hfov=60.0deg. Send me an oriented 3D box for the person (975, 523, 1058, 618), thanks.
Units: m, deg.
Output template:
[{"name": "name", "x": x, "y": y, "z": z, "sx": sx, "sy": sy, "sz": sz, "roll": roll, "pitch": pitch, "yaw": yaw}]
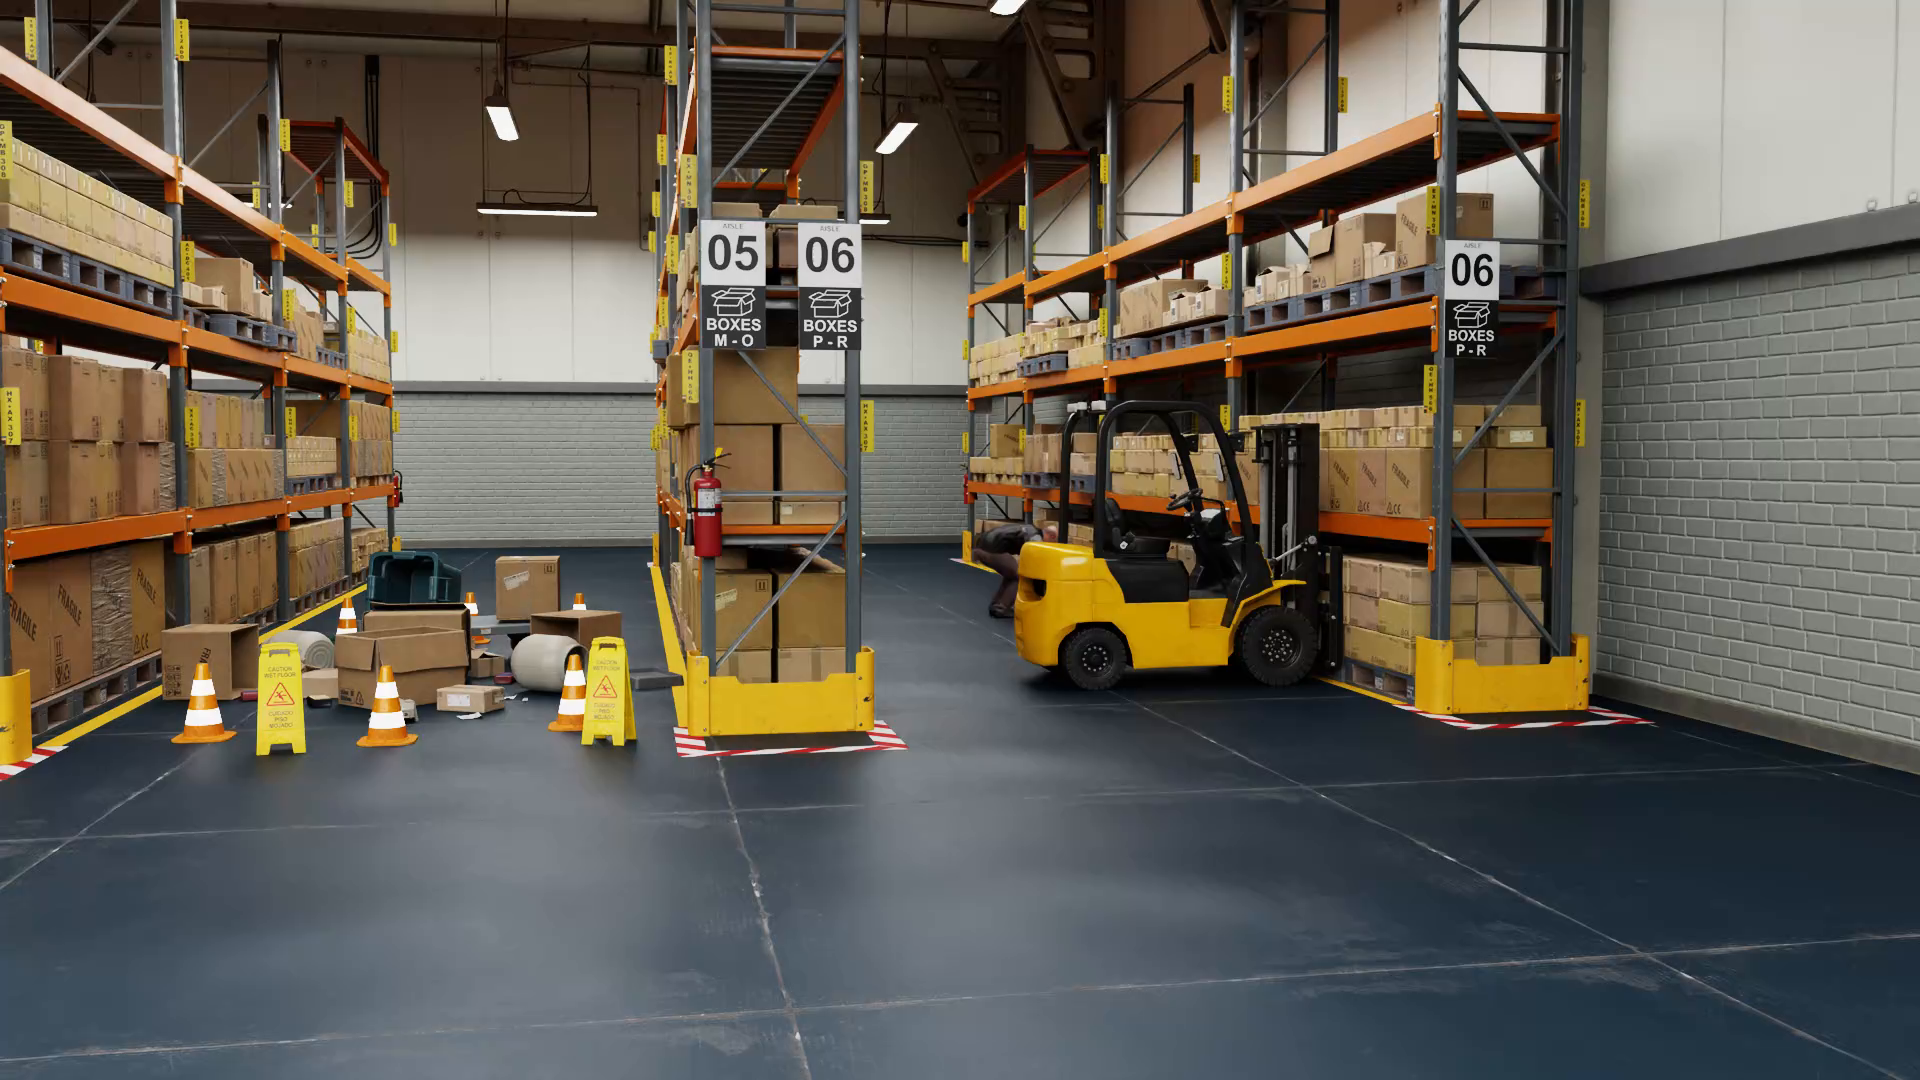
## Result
[{"name": "person", "x": 0.642, "y": 0.323, "z": 17.998, "sx": 0.949, "sy": 1.008, "sz": 0.514, "roll": -1, "pitch": 3, "yaw": -14}]
